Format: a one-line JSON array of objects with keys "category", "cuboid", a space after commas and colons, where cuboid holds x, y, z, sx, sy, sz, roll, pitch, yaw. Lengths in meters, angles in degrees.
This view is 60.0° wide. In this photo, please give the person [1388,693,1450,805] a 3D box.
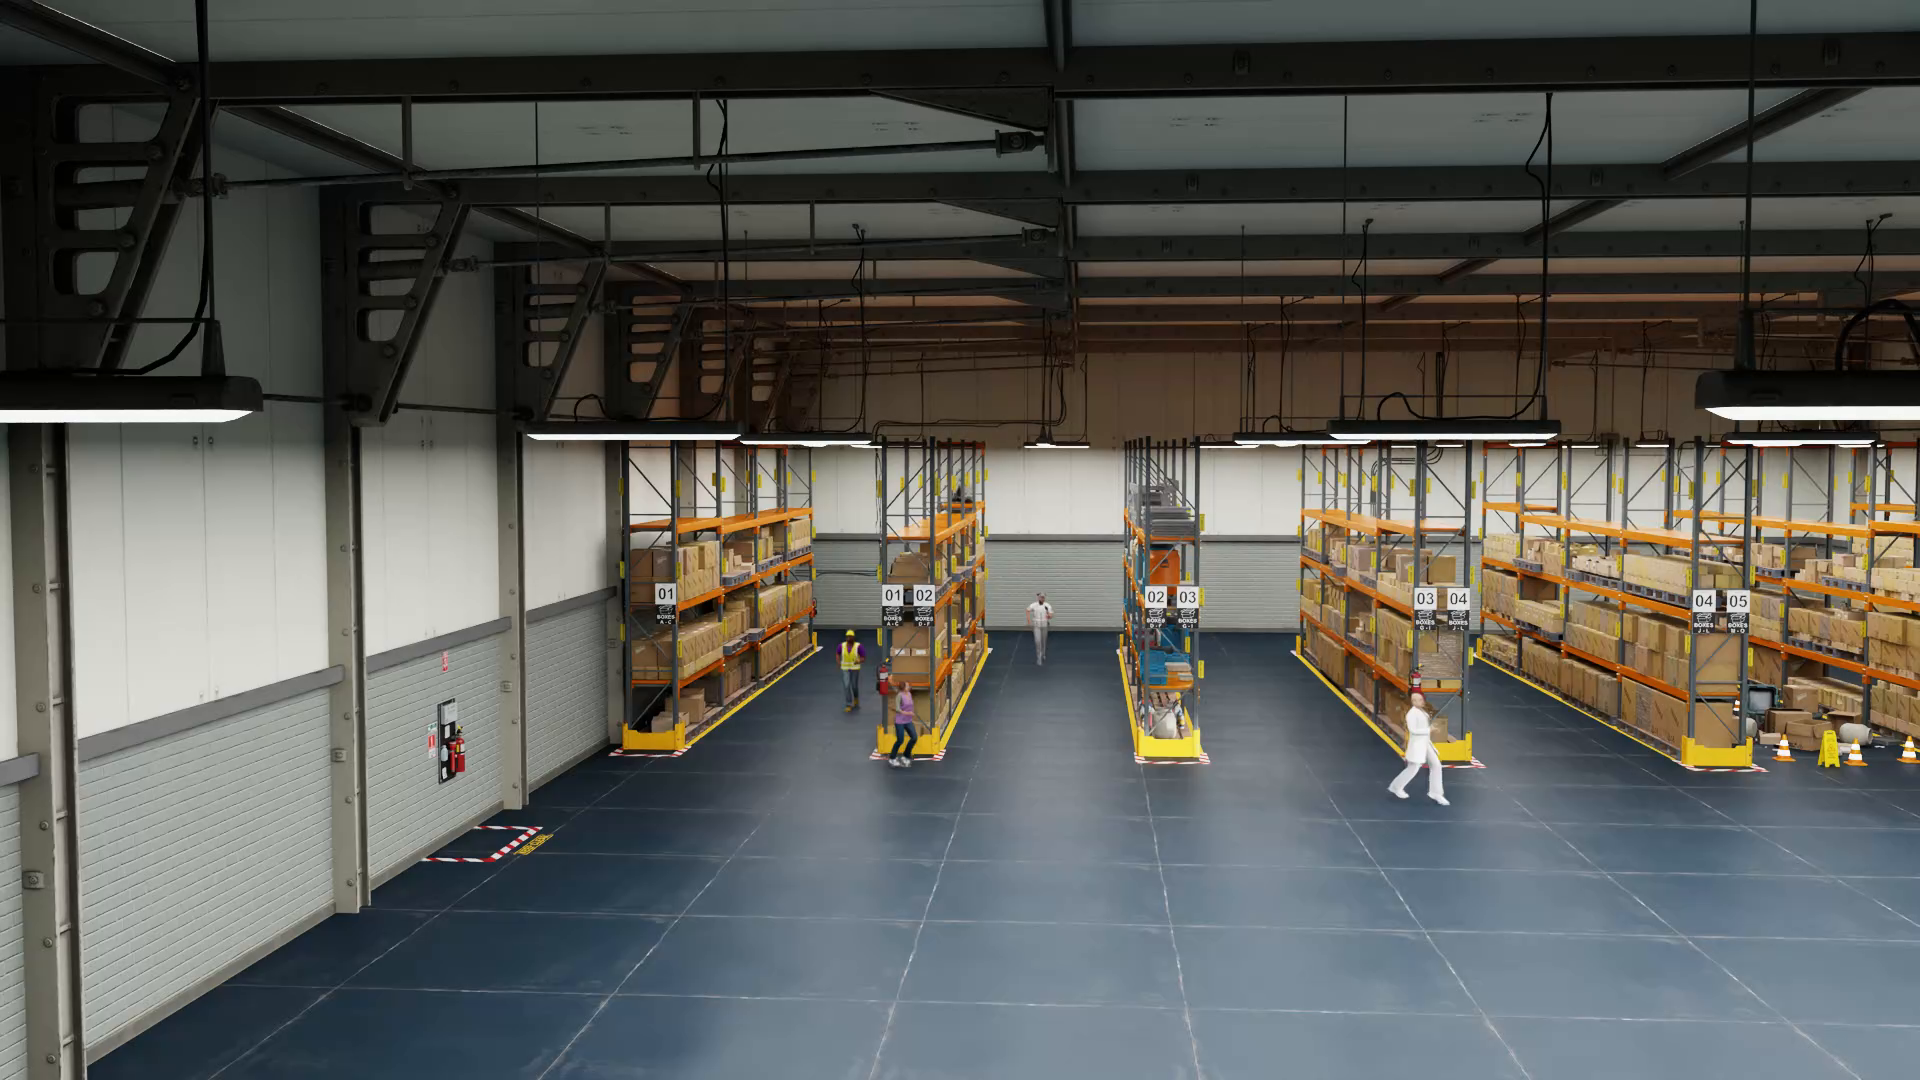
[{"category": "person", "cuboid": [7.499, 3.393, 27.124, 0.974, 1.811, 0.729, 3, 4, 40]}]

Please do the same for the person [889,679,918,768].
[{"category": "person", "cuboid": [-0.989, 3.327, 30.059, 0.662, 1.624, 0.561, 3, 4, 41]}]

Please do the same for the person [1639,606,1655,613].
[{"category": "person", "cuboid": [19.490, 2.289, 47.362, 0.799, 1.779, 0.780, 1, 3, 18]}]

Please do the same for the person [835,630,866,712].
[{"category": "person", "cuboid": [-2.419, 2.873, 36.732, 0.701, 1.770, 0.826, 0, 3, 2]}]

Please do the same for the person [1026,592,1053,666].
[{"category": "person", "cuboid": [2.087, 2.278, 43.090, 0.667, 1.873, 0.807, 0, 3, -8]}]
